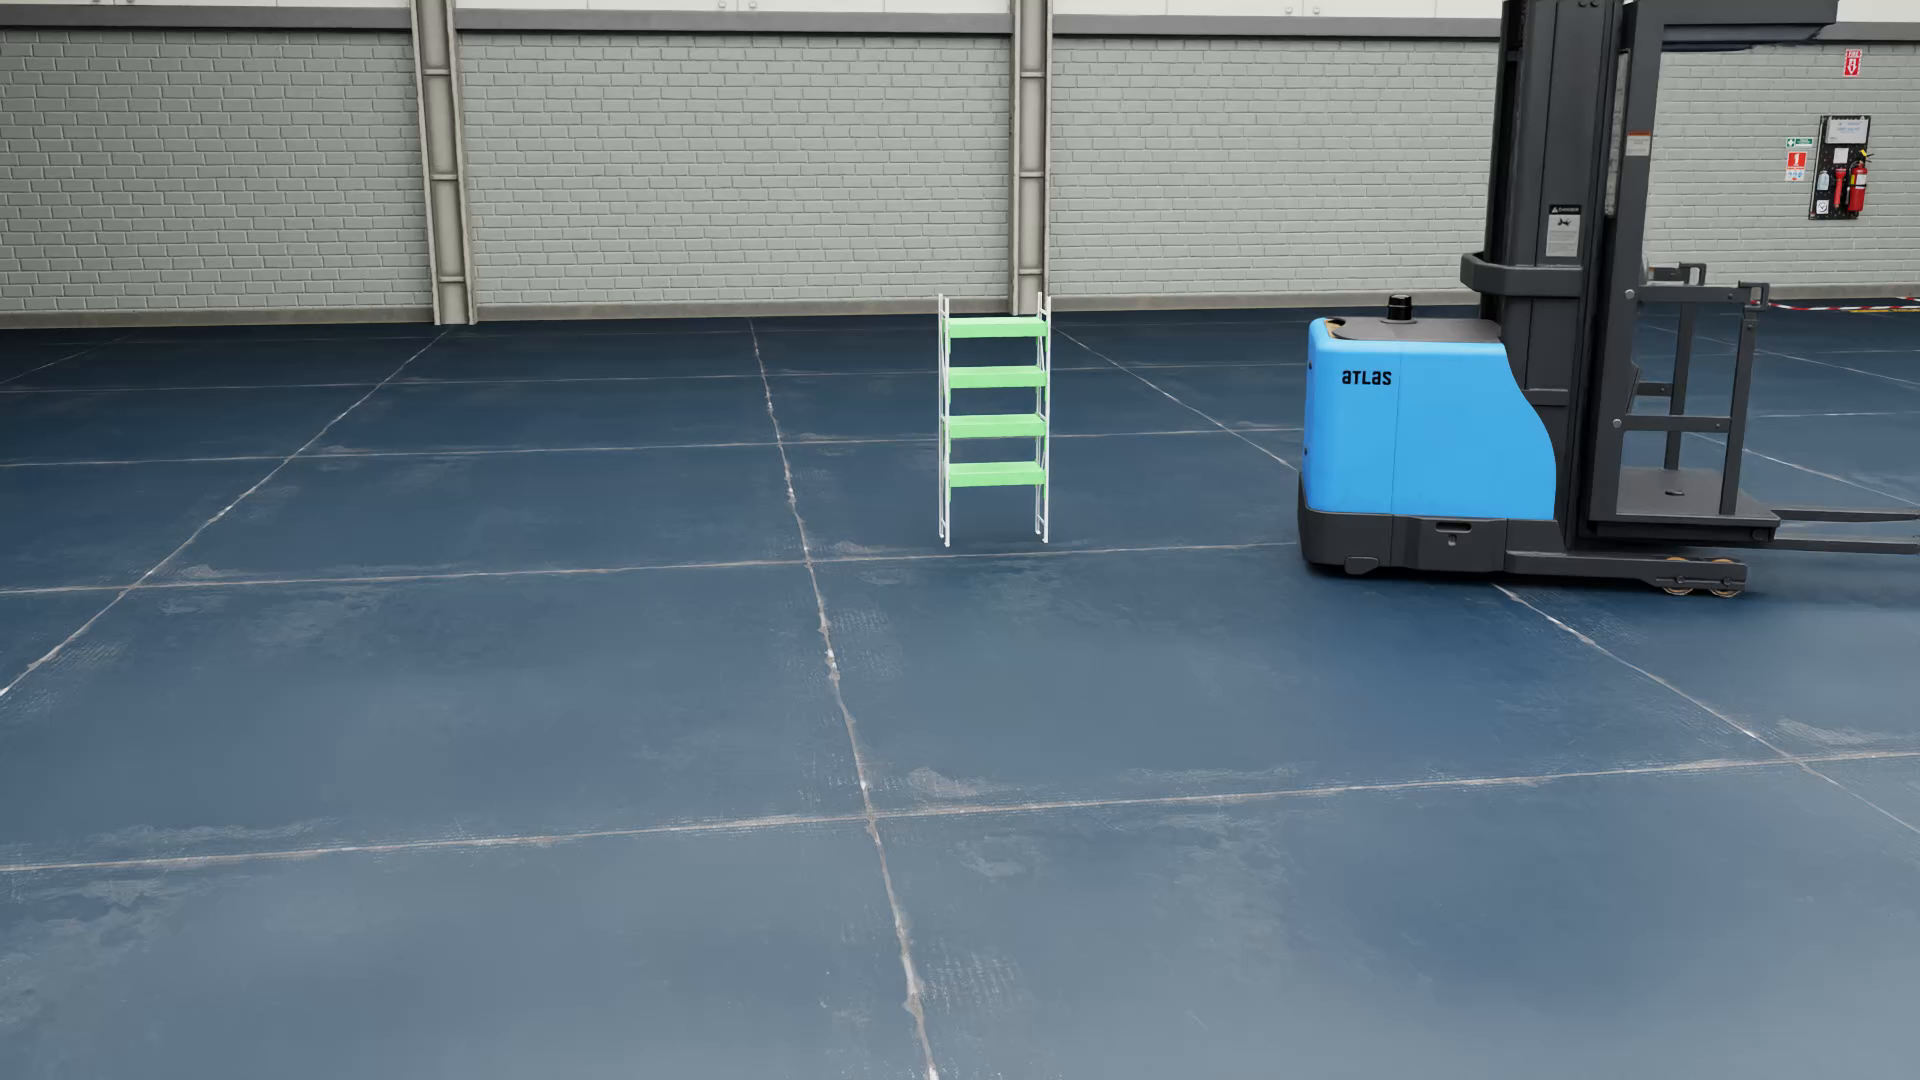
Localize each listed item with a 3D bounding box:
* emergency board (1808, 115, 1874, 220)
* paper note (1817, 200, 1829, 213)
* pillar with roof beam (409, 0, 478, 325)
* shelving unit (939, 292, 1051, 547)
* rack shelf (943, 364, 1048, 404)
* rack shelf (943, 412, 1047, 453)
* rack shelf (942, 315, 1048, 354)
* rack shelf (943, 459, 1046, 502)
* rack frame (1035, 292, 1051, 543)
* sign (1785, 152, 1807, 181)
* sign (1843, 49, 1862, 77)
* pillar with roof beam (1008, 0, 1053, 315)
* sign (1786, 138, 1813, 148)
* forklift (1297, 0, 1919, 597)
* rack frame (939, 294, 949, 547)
[{"bbox_3d":[10.155,-4.266,19.067,0.643,1.169,0.194,-2,14,-8],"label":"emergency board"},{"bbox_3d":[9.970,-3.849,19.215,0.142,0.148,0.016,-2,14,-8],"label":"paper note"},{"bbox_3d":[-4.553,-5.569,11.927,0.400,9.000,9.100,-2,14,-8],"label":"pillar with roof beam"},{"bbox_3d":[0.164,-0.588,8.100,0.503,1.200,0.258,-2,14,-8],"label":"shelving unit"},{"bbox_3d":[0.164,-0.759,8.057,0.480,0.148,0.258,-2,14,-8],"label":"rack shelf"},{"bbox_3d":[0.164,-0.526,8.115,0.480,0.148,0.258,-2,14,-8],"label":"rack shelf"},{"bbox_3d":[0.164,-0.992,7.999,0.480,0.148,0.258,-2,14,-8],"label":"rack shelf"},{"bbox_3d":[0.164,-0.293,8.174,0.480,0.148,0.258,-2,14,-8],"label":"rack shelf"},{"bbox_3d":[0.405,-0.597,8.135,0.015,1.200,0.240,-2,14,-8],"label":"rack frame"},{"bbox_3d":[9.593,-4.288,19.081,0.234,0.329,0.001,-2,14,-8],"label":"sign"},{"bbox_3d":[10.133,-5.414,18.879,0.199,0.298,0.001,-2,14,-8],"label":"sign"},{"bbox_3d":[1.380,-5.786,12.794,0.400,9.000,9.100,-2,14,-8],"label":"pillar with roof beam"},{"bbox_3d":[9.599,-4.543,19.009,0.331,0.109,0.001,-2,14,-8],"label":"sign"},{"bbox_3d":[3.131,-1.312,7.426,3.031,2.935,1.130,2,14,9],"label":"forklift"},{"bbox_3d":[-0.078,-0.579,8.065,0.015,1.200,0.240,-2,14,-8],"label":"rack frame"}]
